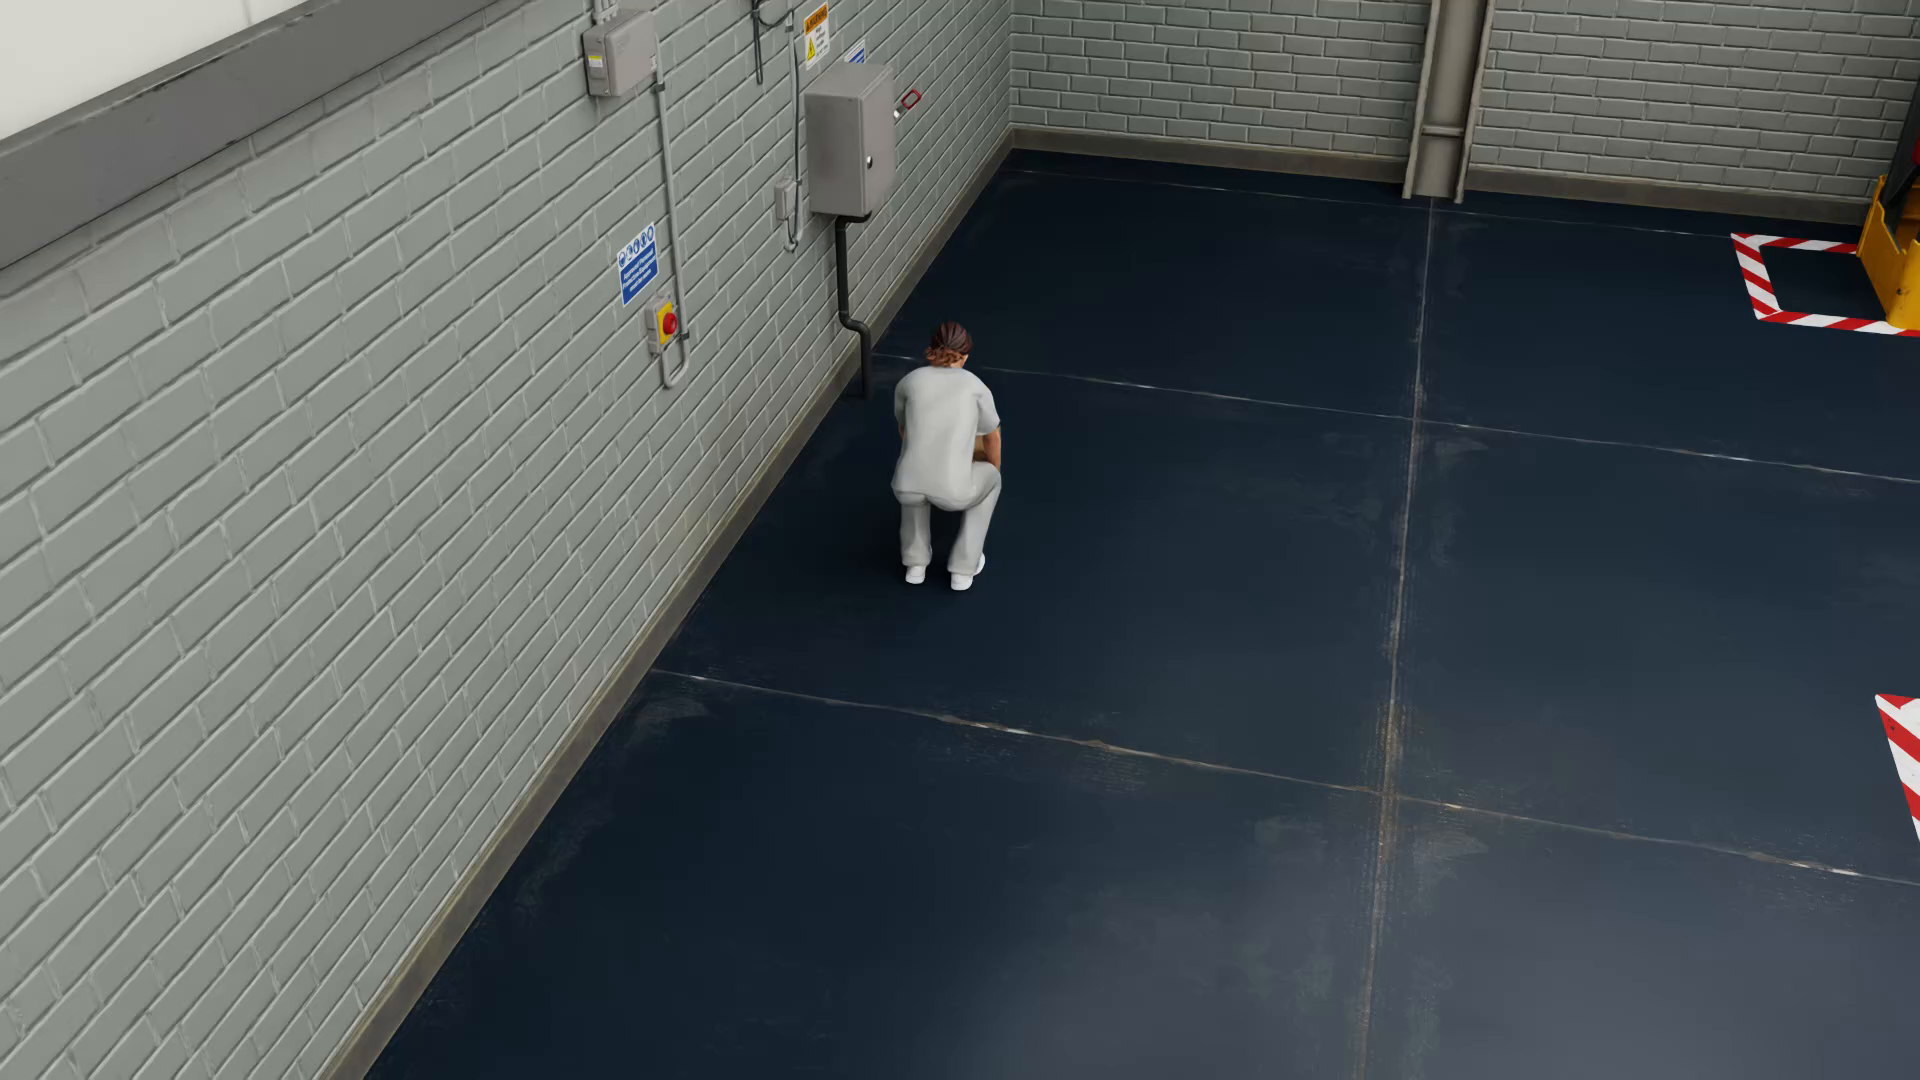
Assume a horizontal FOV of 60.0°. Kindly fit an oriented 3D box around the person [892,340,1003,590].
[{"bbox_3d":[-0.070,-0.325,7.309,0.486,0.954,0.800,8,34,12],"label":"person"}]
